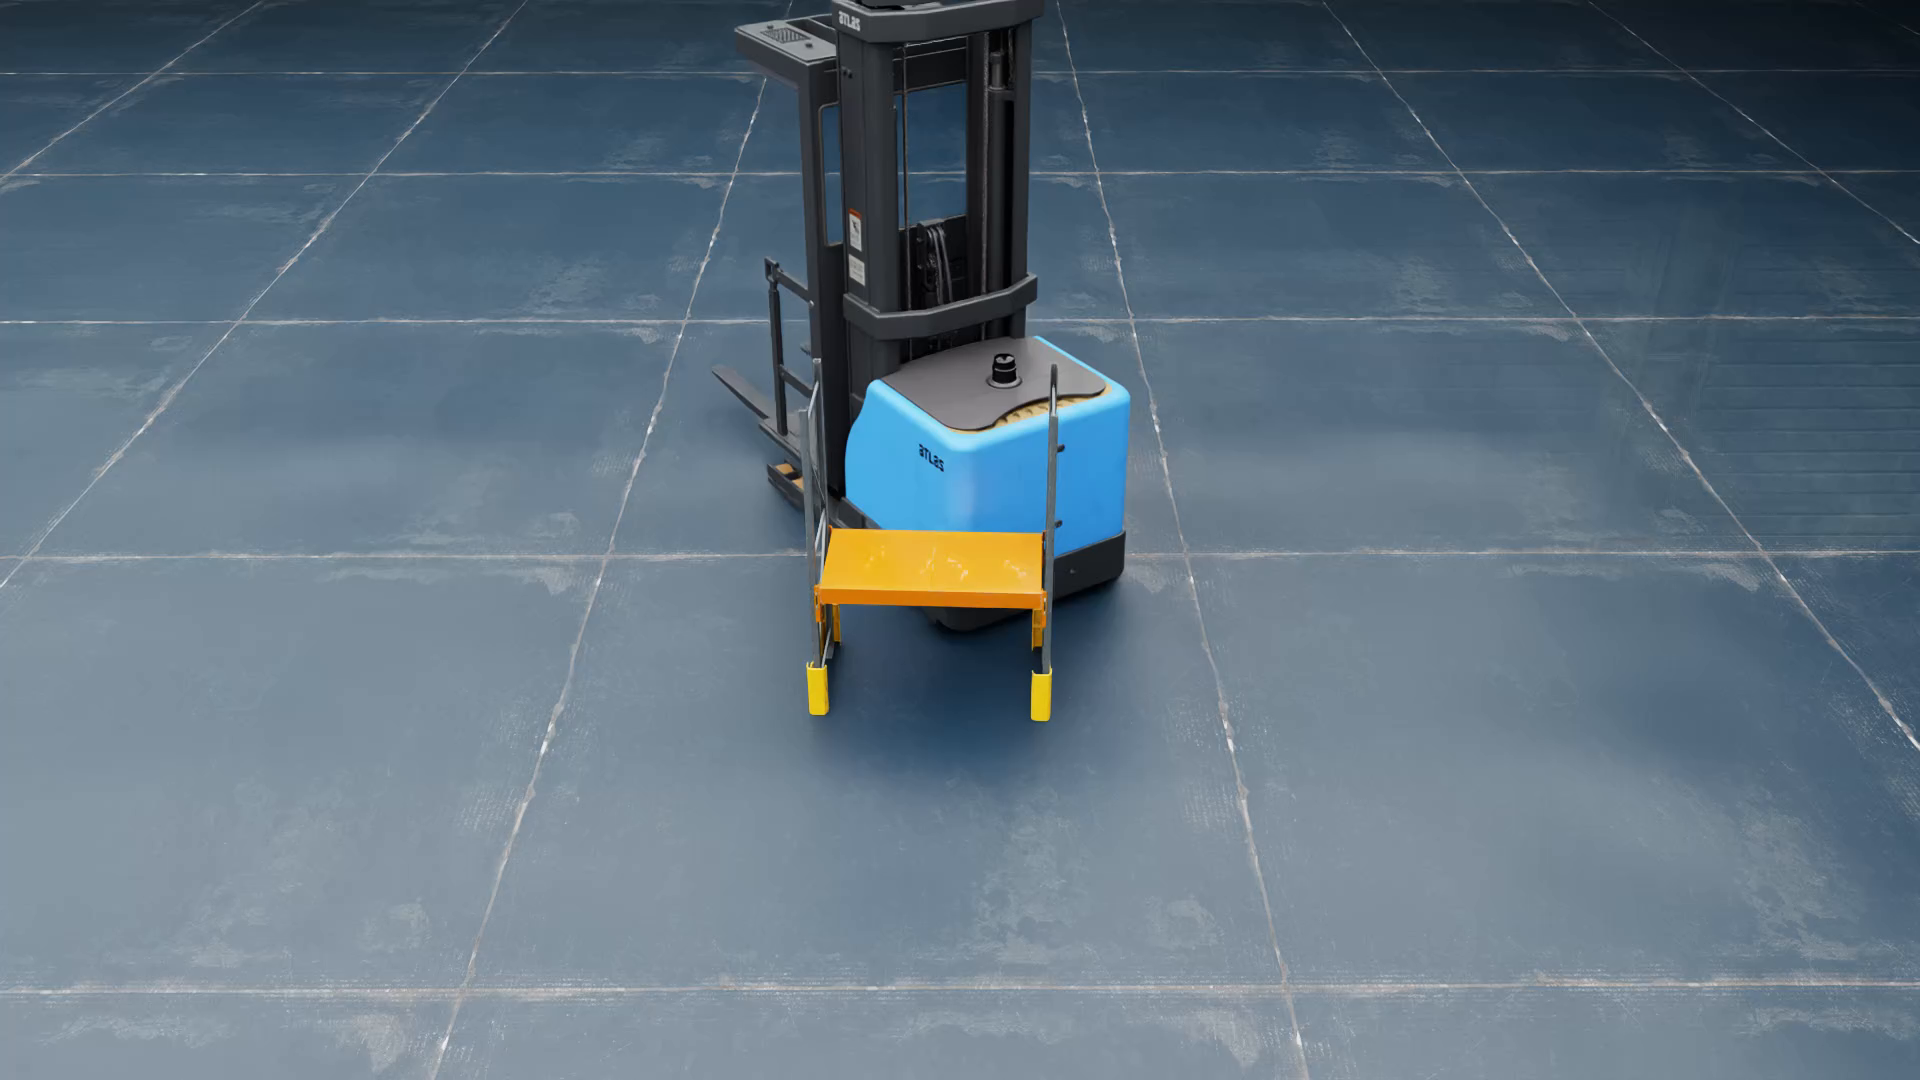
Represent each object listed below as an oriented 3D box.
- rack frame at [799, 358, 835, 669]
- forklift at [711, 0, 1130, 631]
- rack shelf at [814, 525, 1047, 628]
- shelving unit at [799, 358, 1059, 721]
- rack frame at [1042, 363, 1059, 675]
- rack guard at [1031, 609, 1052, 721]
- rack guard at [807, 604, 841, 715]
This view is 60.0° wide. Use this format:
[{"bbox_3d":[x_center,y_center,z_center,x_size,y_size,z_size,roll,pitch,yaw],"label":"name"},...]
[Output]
[{"bbox_3d":[-0.624,-0.009,7.319,0.032,1.500,0.500,1,31,2],"label":"rack frame"},{"bbox_3d":[-0.401,-1.545,8.470,1.130,2.935,3.031,-19,36,-28],"label":"forklift"},{"bbox_3d":[-0.116,0.157,7.393,1.000,0.185,0.538,1,31,2],"label":"rack shelf"},{"bbox_3d":[-0.125,0.003,7.300,1.083,1.500,0.587,1,31,2],"label":"shelving unit"},{"bbox_3d":[0.392,0.015,7.280,0.032,1.500,0.500,1,31,2],"label":"rack frame"},{"bbox_3d":[0.372,0.549,7.605,0.087,0.250,0.587,1,31,2],"label":"rack guard"},{"bbox_3d":[-0.623,0.525,7.643,0.087,0.250,0.587,1,31,2],"label":"rack guard"}]
